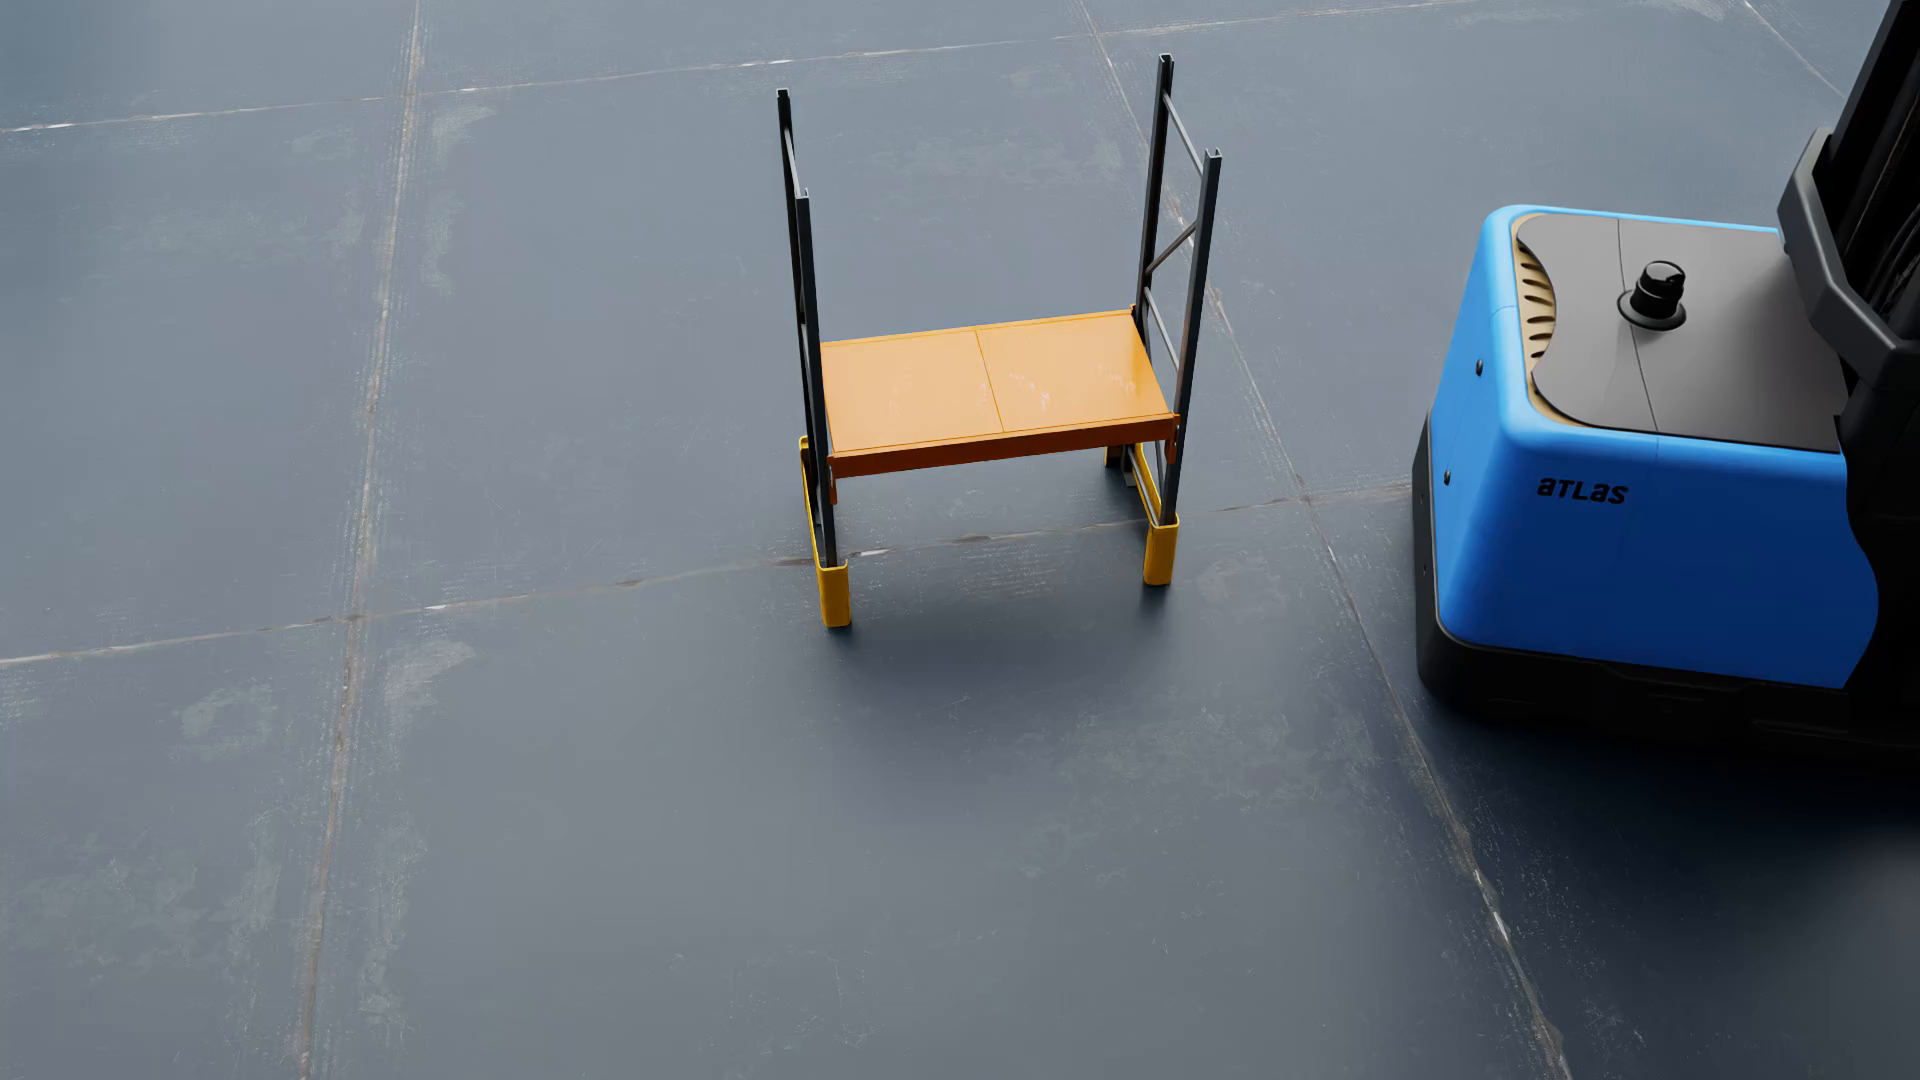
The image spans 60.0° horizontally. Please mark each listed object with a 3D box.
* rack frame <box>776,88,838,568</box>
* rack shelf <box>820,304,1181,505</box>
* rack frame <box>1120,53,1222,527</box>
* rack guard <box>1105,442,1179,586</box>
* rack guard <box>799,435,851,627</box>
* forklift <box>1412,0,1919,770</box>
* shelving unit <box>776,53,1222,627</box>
[{"bbox_3d":[-0.417,-0.468,4.660,0.032,1.500,0.500,-7,46,-7],"label":"rack frame"},{"bbox_3d":[0.084,-0.406,4.850,1.000,0.185,0.538,-7,46,-7],"label":"rack shelf"},{"bbox_3d":[0.585,-0.593,4.780,0.032,1.500,0.500,-7,46,-7],"label":"rack frame"},{"bbox_3d":[0.566,-0.157,5.228,0.087,0.250,0.587,-7,46,-7],"label":"rack guard"},{"bbox_3d":[-0.416,-0.035,5.110,0.087,0.250,0.587,-7,46,-7],"label":"rack guard"},{"bbox_3d":[2.883,-0.711,3.900,3.031,2.935,1.130,7,46,7],"label":"forklift"},{"bbox_3d":[0.075,-0.530,4.719,1.083,1.500,0.587,-7,46,-7],"label":"shelving unit"}]
